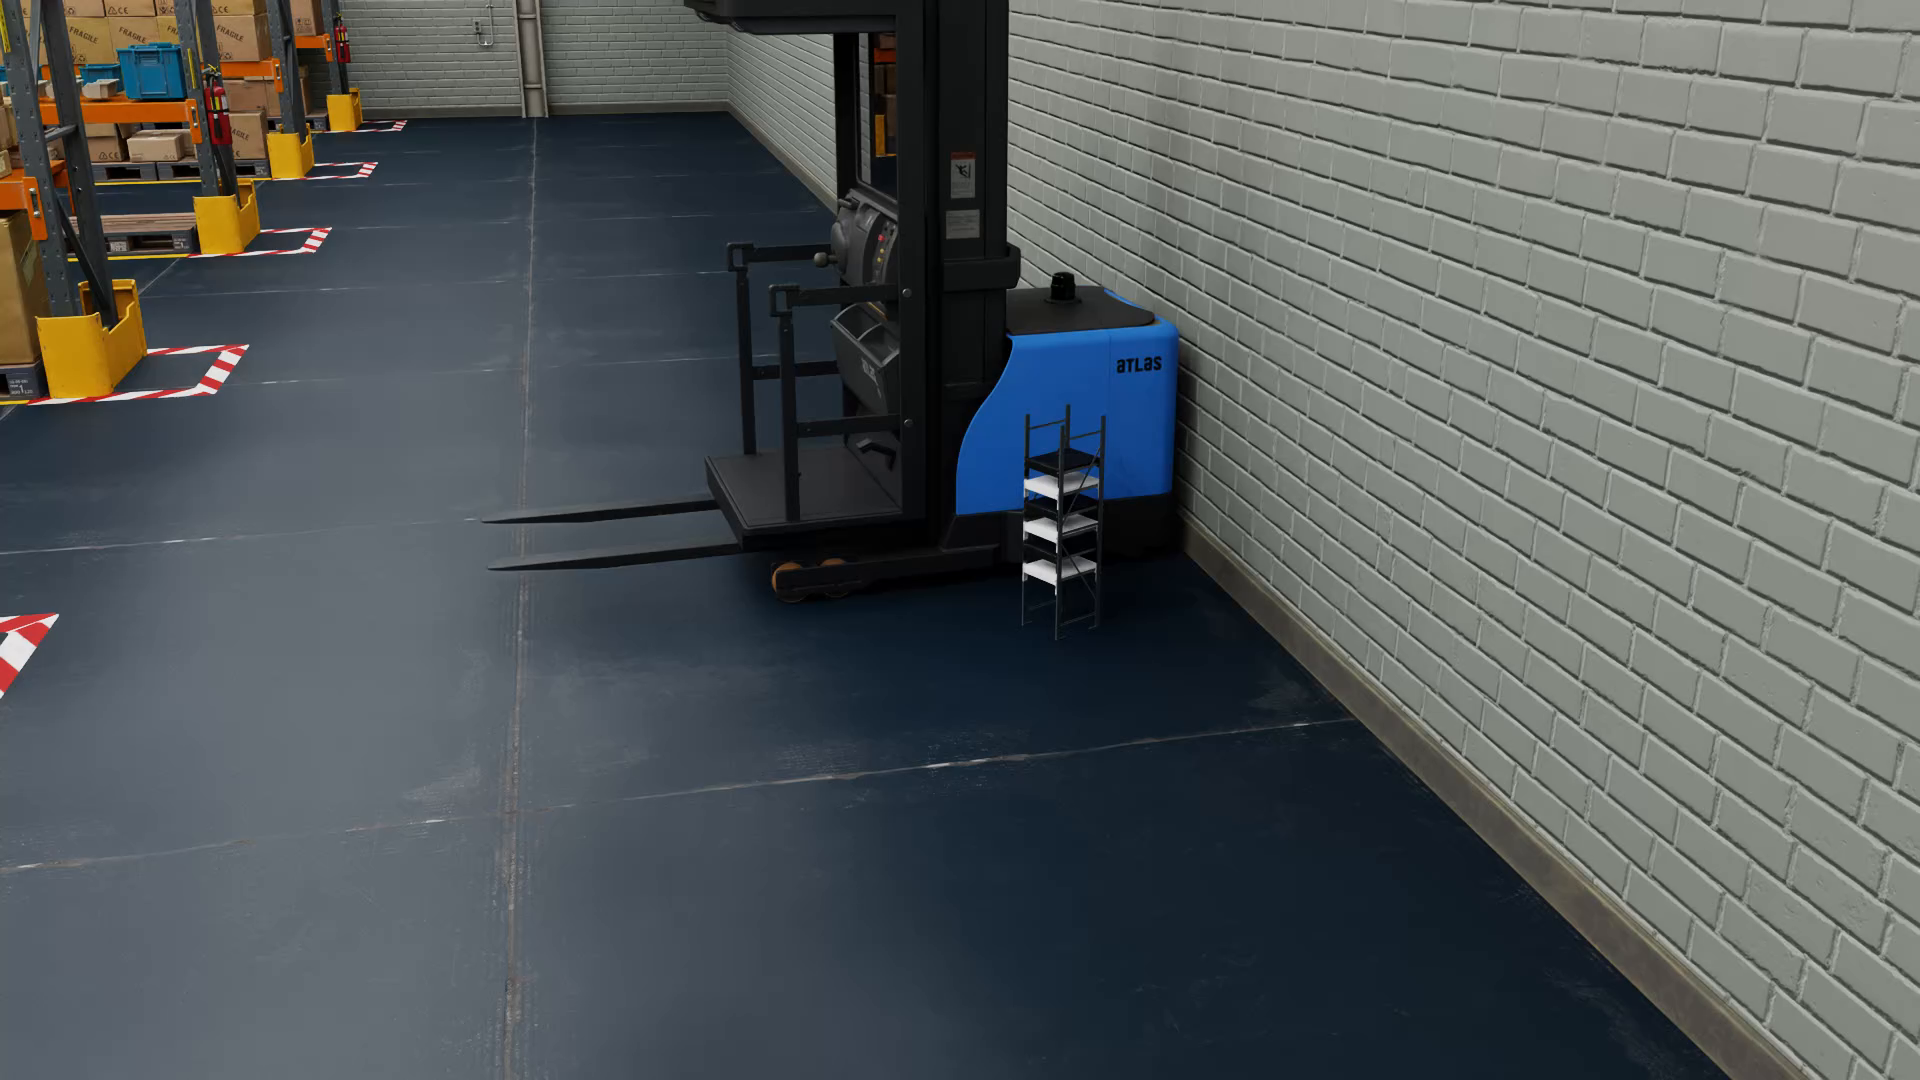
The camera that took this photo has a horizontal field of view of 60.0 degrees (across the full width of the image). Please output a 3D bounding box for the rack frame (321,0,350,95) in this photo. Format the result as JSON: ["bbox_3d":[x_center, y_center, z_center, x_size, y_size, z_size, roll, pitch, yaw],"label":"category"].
[{"bbox_3d":[-8.981,-7.448,23.785,0.127,3.000,1.000,-5,21,-12],"label":"rack frame"}]

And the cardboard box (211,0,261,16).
[{"bbox_3d":[-8.207,-6.179,18.722,0.500,0.500,0.500,-5,21,-13],"label":"cardboard box"}]

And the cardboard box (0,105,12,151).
[{"bbox_3d":[-5.972,-2.415,9.833,0.500,0.250,0.500,-5,21,-13],"label":"cardboard box"}]

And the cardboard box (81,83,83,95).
[{"bbox_3d":[-12.122,-6.179,23.346,0.500,0.500,0.700,-4,21,-12],"label":"cardboard box"}]

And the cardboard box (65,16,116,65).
[{"bbox_3d":[-9.692,-5.590,18.569,0.500,0.500,0.500,-5,21,-13],"label":"cardboard box"}]

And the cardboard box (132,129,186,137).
[{"bbox_3d":[-9.405,-4.678,19.582,0.500,0.250,0.500,-5,21,-12],"label":"cardboard box"}]

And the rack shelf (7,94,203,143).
[{"bbox_3d":[-8.648,-3.635,14.423,4.000,0.370,1.077,-5,21,-12],"label":"rack shelf"}]

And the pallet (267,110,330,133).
[{"bbox_3d":[-9.741,-6.049,24.020,1.213,0.211,1.003,-5,21,-12],"label":"pallet"}]

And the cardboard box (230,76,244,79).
[{"bbox_3d":[-10.300,-6.704,23.834,0.250,0.149,0.380,-4,21,-12],"label":"cardboard box"}]

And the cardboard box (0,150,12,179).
[{"bbox_3d":[-5.832,-2.217,9.871,0.250,0.149,0.380,-4,21,-11],"label":"cardboard box"}]

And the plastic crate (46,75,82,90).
[{"bbox_3d":[-8.009,-4.075,14.874,0.298,0.136,0.250,-5,21,-12],"label":"plastic crate"}]

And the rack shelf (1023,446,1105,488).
[{"bbox_3d":[0.414,-0.292,6.615,0.258,0.077,0.200,-16,25,-37],"label":"rack shelf"}]

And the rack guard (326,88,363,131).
[{"bbox_3d":[-8.958,-6.276,24.220,0.348,0.500,1.175,-5,21,-12],"label":"rack guard"}]

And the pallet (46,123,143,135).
[{"bbox_3d":[-12.116,-5.856,23.493,1.213,0.211,1.003,-5,21,-12],"label":"pallet"}]

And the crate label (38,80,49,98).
[{"bbox_3d":[-8.004,-3.862,14.293,0.243,0.136,0.396,-5,21,-12],"label":"crate label"}]

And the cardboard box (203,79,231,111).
[{"bbox_3d":[-10.616,-6.302,23.682,0.500,0.500,0.700,-5,21,-14],"label":"cardboard box"}]

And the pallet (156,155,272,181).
[{"bbox_3d":[-8.687,-4.411,19.549,1.213,0.211,1.003,-5,21,-12],"label":"pallet"}]

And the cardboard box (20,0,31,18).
[{"bbox_3d":[-10.205,-6.014,18.273,0.500,0.500,0.500,-5,21,-14],"label":"cardboard box"}]

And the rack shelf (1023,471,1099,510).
[{"bbox_3d":[0.414,-0.207,6.646,0.258,0.077,0.200,-16,25,-37],"label":"rack shelf"}]

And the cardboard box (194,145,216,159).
[{"bbox_3d":[-8.725,-4.538,19.323,0.250,0.166,0.380,-5,21,-12],"label":"cardboard box"}]

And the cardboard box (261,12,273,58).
[{"bbox_3d":[-8.330,-5.890,19.387,0.500,0.500,0.500,-4,21,-11],"label":"cardboard box"}]

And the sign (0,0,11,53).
[{"bbox_3d":[-5.450,-2.946,9.467,0.005,0.325,0.100,-5,21,-12],"label":"sign"}]

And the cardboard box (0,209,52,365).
[{"bbox_3d":[-6.166,-1.596,10.288,0.875,0.875,0.875,-5,21,-12],"label":"cardboard box"}]

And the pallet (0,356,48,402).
[{"bbox_3d":[-6.322,-1.075,10.441,1.213,0.211,1.003,-5,21,-12],"label":"pallet"}]

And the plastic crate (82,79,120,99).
[{"bbox_3d":[-7.453,-3.911,14.425,0.243,0.136,0.396,-5,21,-12],"label":"plastic crate"}]

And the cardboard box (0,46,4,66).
[{"bbox_3d":[-10.674,-5.511,18.352,0.500,0.500,0.500,-4,21,-12],"label":"cardboard box"}]

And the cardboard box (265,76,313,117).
[{"bbox_3d":[-9.639,-6.382,23.900,0.500,0.500,0.700,-5,21,-12],"label":"cardboard box"}]

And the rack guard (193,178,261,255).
[{"bbox_3d":[-6.681,-2.964,15.179,0.348,0.500,1.175,-5,21,-12],"label":"rack guard"}]

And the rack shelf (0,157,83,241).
[{"bbox_3d":[-7.508,-1.977,9.897,4.000,0.370,1.077,-5,21,-12],"label":"rack shelf"}]

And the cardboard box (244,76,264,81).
[{"bbox_3d":[-9.971,-6.595,23.538,0.250,0.149,0.380,-4,21,-11],"label":"cardboard box"}]

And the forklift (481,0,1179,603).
[{"bbox_3d":[-0.598,-1.313,7.136,3.031,2.935,1.130,-6,21,-16],"label":"forklift"}]

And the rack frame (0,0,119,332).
[{"bbox_3d":[-5.562,-2.473,10.206,0.127,3.000,1.000,-5,21,-12],"label":"rack frame"}]

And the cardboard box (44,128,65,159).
[{"bbox_3d":[-10.511,-4.617,19.326,0.500,0.311,0.500,-5,21,-12],"label":"cardboard box"}]

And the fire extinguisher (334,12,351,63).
[{"bbox_3d":[-8.728,-7.094,23.473,0.183,0.674,0.296,-5,21,-12],"label":"fire extinguisher"}]

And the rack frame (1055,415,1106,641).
[{"bbox_3d":[0.479,-0.043,6.623,0.240,0.900,0.006,-16,25,-37],"label":"rack frame"}]

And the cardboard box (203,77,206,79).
[{"bbox_3d":[-10.797,-6.663,23.722,0.250,0.149,0.380,-4,21,-12],"label":"cardboard box"}]

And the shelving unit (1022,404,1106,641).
[{"bbox_3d":[0.414,-0.070,6.696,0.258,0.900,0.210,-16,25,-37],"label":"shelving unit"}]

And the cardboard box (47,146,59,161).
[{"bbox_3d":[-10.433,-4.382,18.895,0.250,0.166,0.380,-5,21,-12],"label":"cardboard box"}]

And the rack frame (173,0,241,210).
[{"bbox_3d":[-6.701,-4.131,14.732,0.127,3.000,1.000,-5,21,-12],"label":"rack frame"}]

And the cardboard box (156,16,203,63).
[{"bbox_3d":[-8.715,-5.668,18.781,0.500,0.500,0.500,-4,21,-12],"label":"cardboard box"}]

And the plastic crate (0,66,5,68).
[{"bbox_3d":[-8.591,-4.044,14.648,0.300,0.233,0.416,-5,21,-12],"label":"plastic crate"}]

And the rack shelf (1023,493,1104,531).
[{"bbox_3d":[0.414,-0.123,6.677,0.258,0.077,0.200,-16,25,-37],"label":"rack shelf"}]

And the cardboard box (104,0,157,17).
[{"bbox_3d":[-9.202,-6.096,18.496,0.500,0.500,0.500,-4,21,-11],"label":"cardboard box"}]
